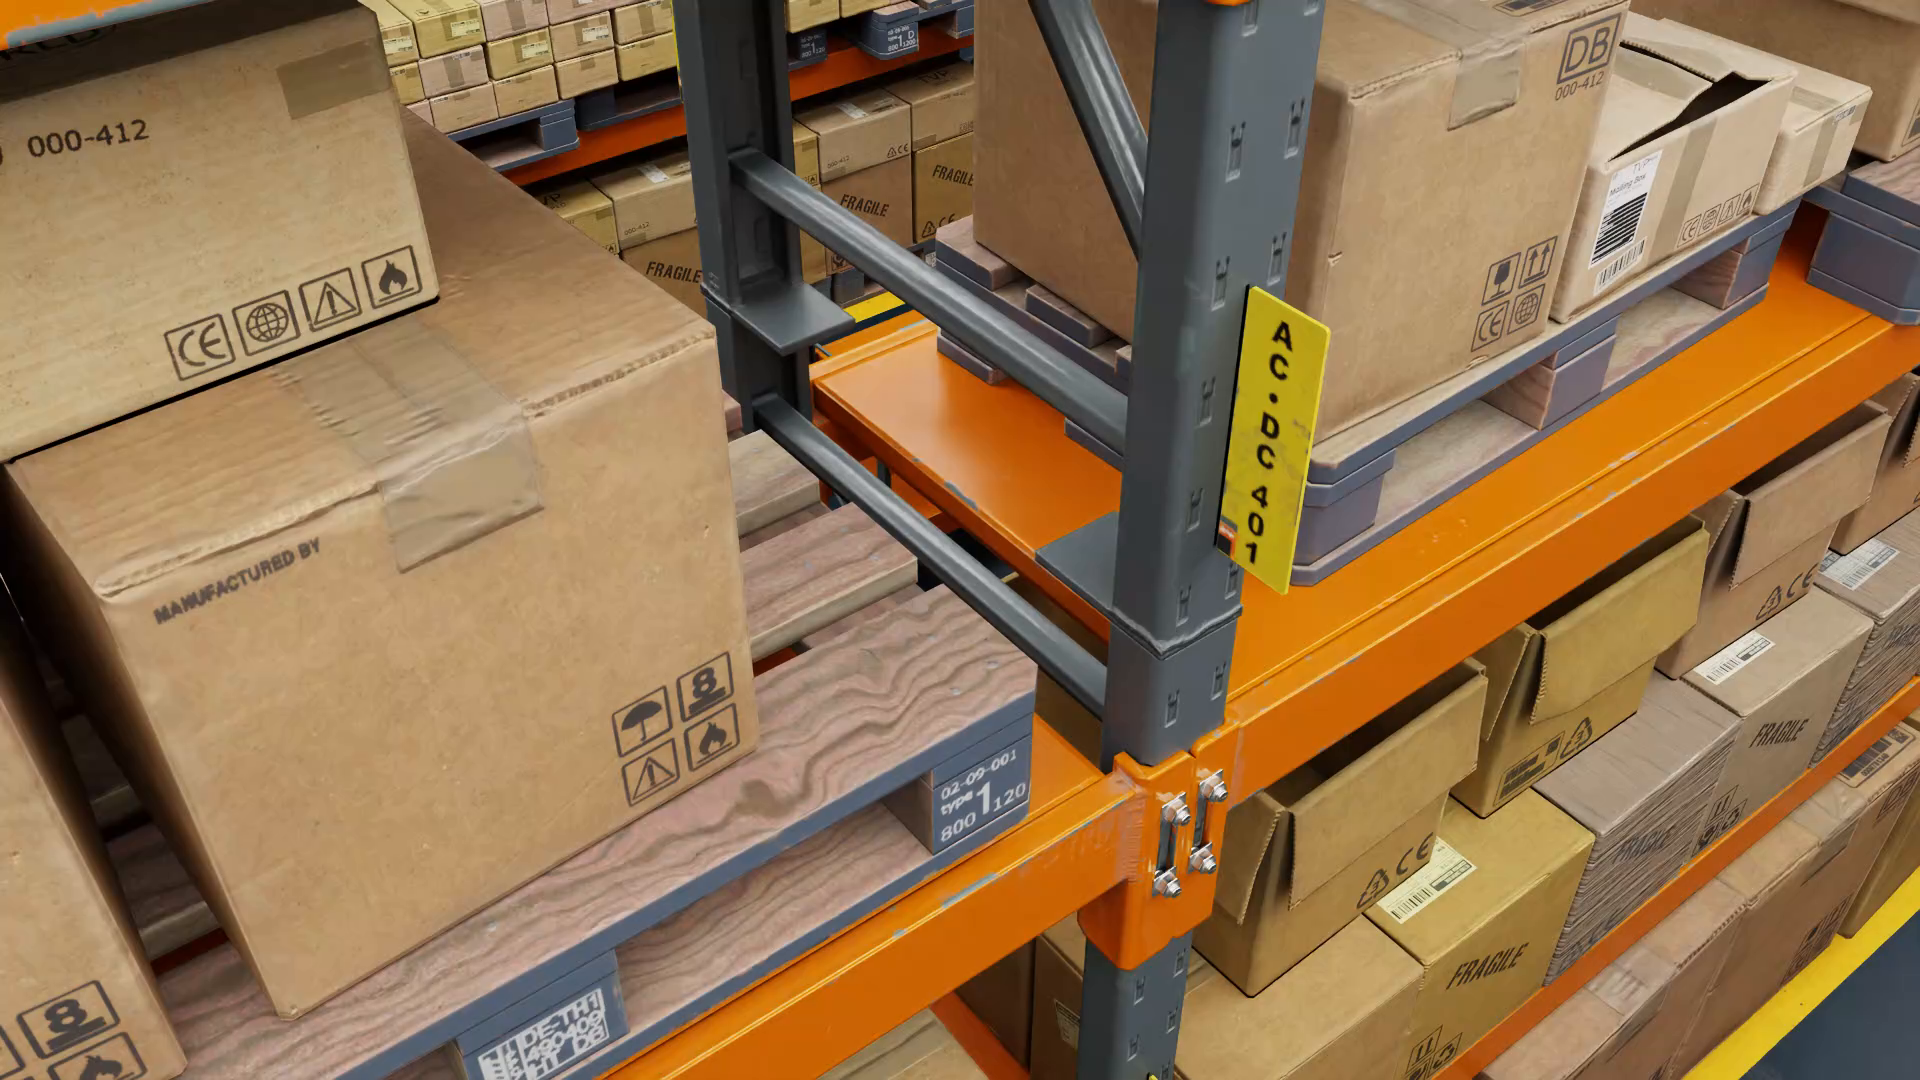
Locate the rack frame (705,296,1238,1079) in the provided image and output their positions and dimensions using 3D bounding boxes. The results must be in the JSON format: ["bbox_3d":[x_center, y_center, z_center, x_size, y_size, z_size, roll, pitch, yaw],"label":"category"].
[{"bbox_3d":[-0.030,1.019,3.142,0.127,3.000,1.000,-26,46,-28],"label":"rack frame"}]

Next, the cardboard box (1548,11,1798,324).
[{"bbox_3d":[0.895,-0.647,2.548,0.500,0.311,0.500,-28,47,-29],"label":"cardboard box"}]

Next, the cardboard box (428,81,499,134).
[{"bbox_3d":[-1.963,-1.705,6.330,0.250,0.149,0.380,-26,46,-28],"label":"cardboard box"}]

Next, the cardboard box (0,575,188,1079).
[{"bbox_3d":[-1.043,0.158,1.338,0.500,0.500,0.700,-24,45,-26],"label":"cardboard box"}]

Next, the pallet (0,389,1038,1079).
[{"bbox_3d":[-0.685,0.205,1.840,1.213,0.211,1.003,-26,46,-28],"label":"pallet"}]

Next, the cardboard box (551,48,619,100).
[{"bbox_3d":[-1.562,-1.900,6.568,0.250,0.149,0.380,-28,47,-30],"label":"cardboard box"}]

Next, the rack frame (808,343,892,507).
[{"bbox_3d":[-0.408,-0.236,6.151,0.032,1.125,0.500,-26,46,-28],"label":"rack frame"}]

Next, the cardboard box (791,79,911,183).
[{"bbox_3d":[-0.577,-1.949,7.809,0.500,0.250,0.500,-25,46,-28],"label":"cardboard box"}]

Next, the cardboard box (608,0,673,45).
[{"bbox_3d":[-1.342,-2.125,6.608,0.250,0.149,0.380,-27,46,-29],"label":"cardboard box"}]

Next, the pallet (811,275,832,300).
[{"bbox_3d":[-1.388,-1.212,8.061,1.213,0.211,1.003,-26,46,-28],"label":"pallet"}]

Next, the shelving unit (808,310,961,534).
[{"bbox_3d":[-0.005,-0.432,6.390,1.048,1.125,0.538,-26,46,-28],"label":"shelving unit"}]

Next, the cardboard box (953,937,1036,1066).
[{"bbox_3d":[0.174,0.663,3.498,0.500,0.500,0.500,-26,46,-28],"label":"cardboard box"}]

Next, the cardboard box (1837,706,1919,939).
[{"bbox_3d":[2.582,0.389,5.255,0.875,0.875,1.225,-28,47,-30],"label":"cardboard box"}]

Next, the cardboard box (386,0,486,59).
[{"bbox_3d":[-1.957,-1.939,6.146,0.250,0.149,0.380,-26,46,-28],"label":"cardboard box"}]

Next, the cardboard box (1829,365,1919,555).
[{"bbox_3d":[2.034,-0.428,4.037,0.637,0.503,0.797,-25,45,-27],"label":"cardboard box"}]

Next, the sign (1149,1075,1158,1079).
[{"bbox_3d":[0.309,0.933,2.503,0.005,0.325,0.100,-26,46,-28],"label":"sign"}]

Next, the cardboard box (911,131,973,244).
[{"bbox_3d":[-0.163,-1.870,8.304,0.500,0.500,0.500,-26,46,-28],"label":"cardboard box"}]

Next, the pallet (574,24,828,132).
[{"bbox_3d":[-1.345,-2.200,7.218,1.213,0.211,1.003,-26,46,-28],"label":"pallet"}]

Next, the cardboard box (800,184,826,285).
[{"bbox_3d":[-0.986,-1.459,7.803,0.500,0.500,0.500,-28,47,-30],"label":"cardboard box"}]

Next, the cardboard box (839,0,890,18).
[{"bbox_3d":[-0.513,-2.414,7.195,0.250,0.149,0.380,-27,46,-29],"label":"cardboard box"}]

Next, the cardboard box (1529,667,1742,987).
[{"bbox_3d":[1.282,0.541,3.647,0.500,0.500,0.500,-27,46,-29],"label":"cardboard box"}]

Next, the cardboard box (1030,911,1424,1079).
[{"bbox_3d":[0.487,0.929,3.174,0.500,0.500,0.500,-26,46,-28],"label":"cardboard box"}]

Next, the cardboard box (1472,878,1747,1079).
[{"bbox_3d":[1.173,1.075,4.418,0.875,0.875,1.225,-28,47,-29],"label":"cardboard box"}]

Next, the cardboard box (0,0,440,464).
[{"bbox_3d":[-0.780,-0.310,1.317,0.500,0.250,0.500,-29,48,-31],"label":"cardboard box"}]

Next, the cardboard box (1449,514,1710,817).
[{"bbox_3d":[1.023,0.082,3.415,0.637,0.503,0.797,-25,46,-28],"label":"cardboard box"}]

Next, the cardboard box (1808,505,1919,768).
[{"bbox_3d":[2.093,0.142,4.133,0.500,0.500,0.500,-28,47,-29],"label":"cardboard box"}]

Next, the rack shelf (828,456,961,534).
[{"bbox_3d":[-0.005,-0.243,6.545,1.000,0.278,0.538,-26,46,-28],"label":"rack shelf"}]

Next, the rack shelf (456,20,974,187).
[{"bbox_3d":[-1.386,-2.009,7.401,4.000,0.370,1.077,-26,46,-28],"label":"rack shelf"}]

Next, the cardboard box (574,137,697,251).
[{"bbox_3d":[-1.398,-1.555,7.328,0.500,0.250,0.500,-24,45,-27],"label":"cardboard box"}]

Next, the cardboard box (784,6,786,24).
[{"bbox_3d":[-0.932,-2.210,6.946,0.250,0.149,0.380,-25,45,-27],"label":"cardboard box"}]

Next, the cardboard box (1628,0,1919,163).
[{"bbox_3d":[1.535,-1.088,2.934,0.637,0.503,0.797,-27,46,-29],"label":"cardboard box"}]

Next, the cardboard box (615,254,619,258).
[{"bbox_3d":[-1.806,-1.067,7.326,0.500,0.500,0.500,-24,45,-26],"label":"cardboard box"}]

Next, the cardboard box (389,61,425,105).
[{"bbox_3d":[-2.175,-1.716,6.110,0.250,0.149,0.380,-27,46,-29],"label":"cardboard box"}]

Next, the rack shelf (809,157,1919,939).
[{"bbox_3d":[1.556,-0.635,3.361,4.000,0.370,1.077,-26,46,-28],"label":"rack shelf"}]

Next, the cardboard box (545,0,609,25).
[{"bbox_3d":[-1.555,-2.133,6.383,0.250,0.149,0.380,-26,46,-28],"label":"cardboard box"}]

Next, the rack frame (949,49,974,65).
[{"bbox_3d":[0.199,-3.060,8.115,0.127,3.000,1.000,-26,46,-28],"label":"rack frame"}]

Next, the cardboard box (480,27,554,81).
[{"bbox_3d":[-1.765,-1.917,6.354,0.250,0.149,0.380,-28,47,-30],"label":"cardboard box"}]

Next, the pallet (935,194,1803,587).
[{"bbox_3d":[0.667,-0.446,2.714,1.217,0.209,0.805,-28,47,-30],"label":"pallet"}]
